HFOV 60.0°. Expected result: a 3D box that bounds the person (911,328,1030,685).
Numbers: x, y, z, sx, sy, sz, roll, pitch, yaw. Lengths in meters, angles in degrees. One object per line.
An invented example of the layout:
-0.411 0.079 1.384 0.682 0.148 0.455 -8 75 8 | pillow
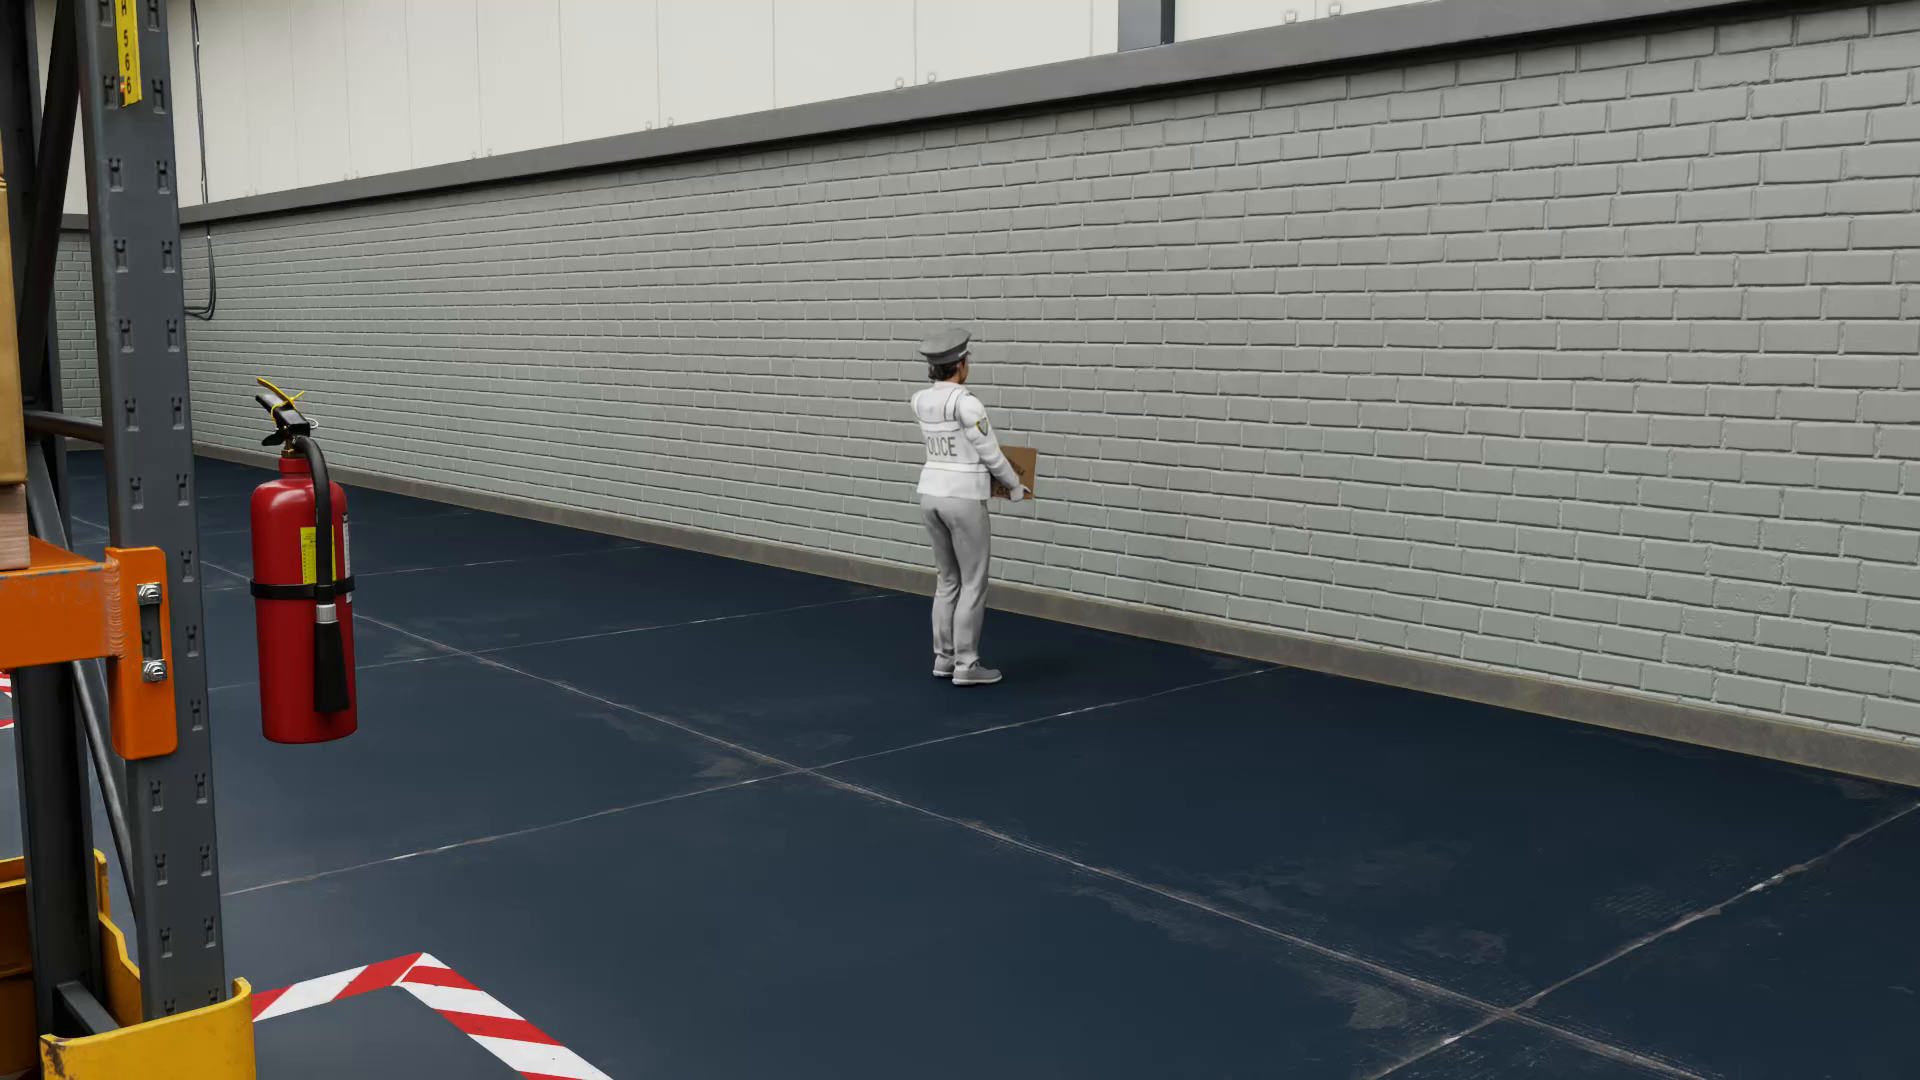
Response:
0.045 -0.165 7.959 0.539 1.690 0.457 -6 10 -40 | person
